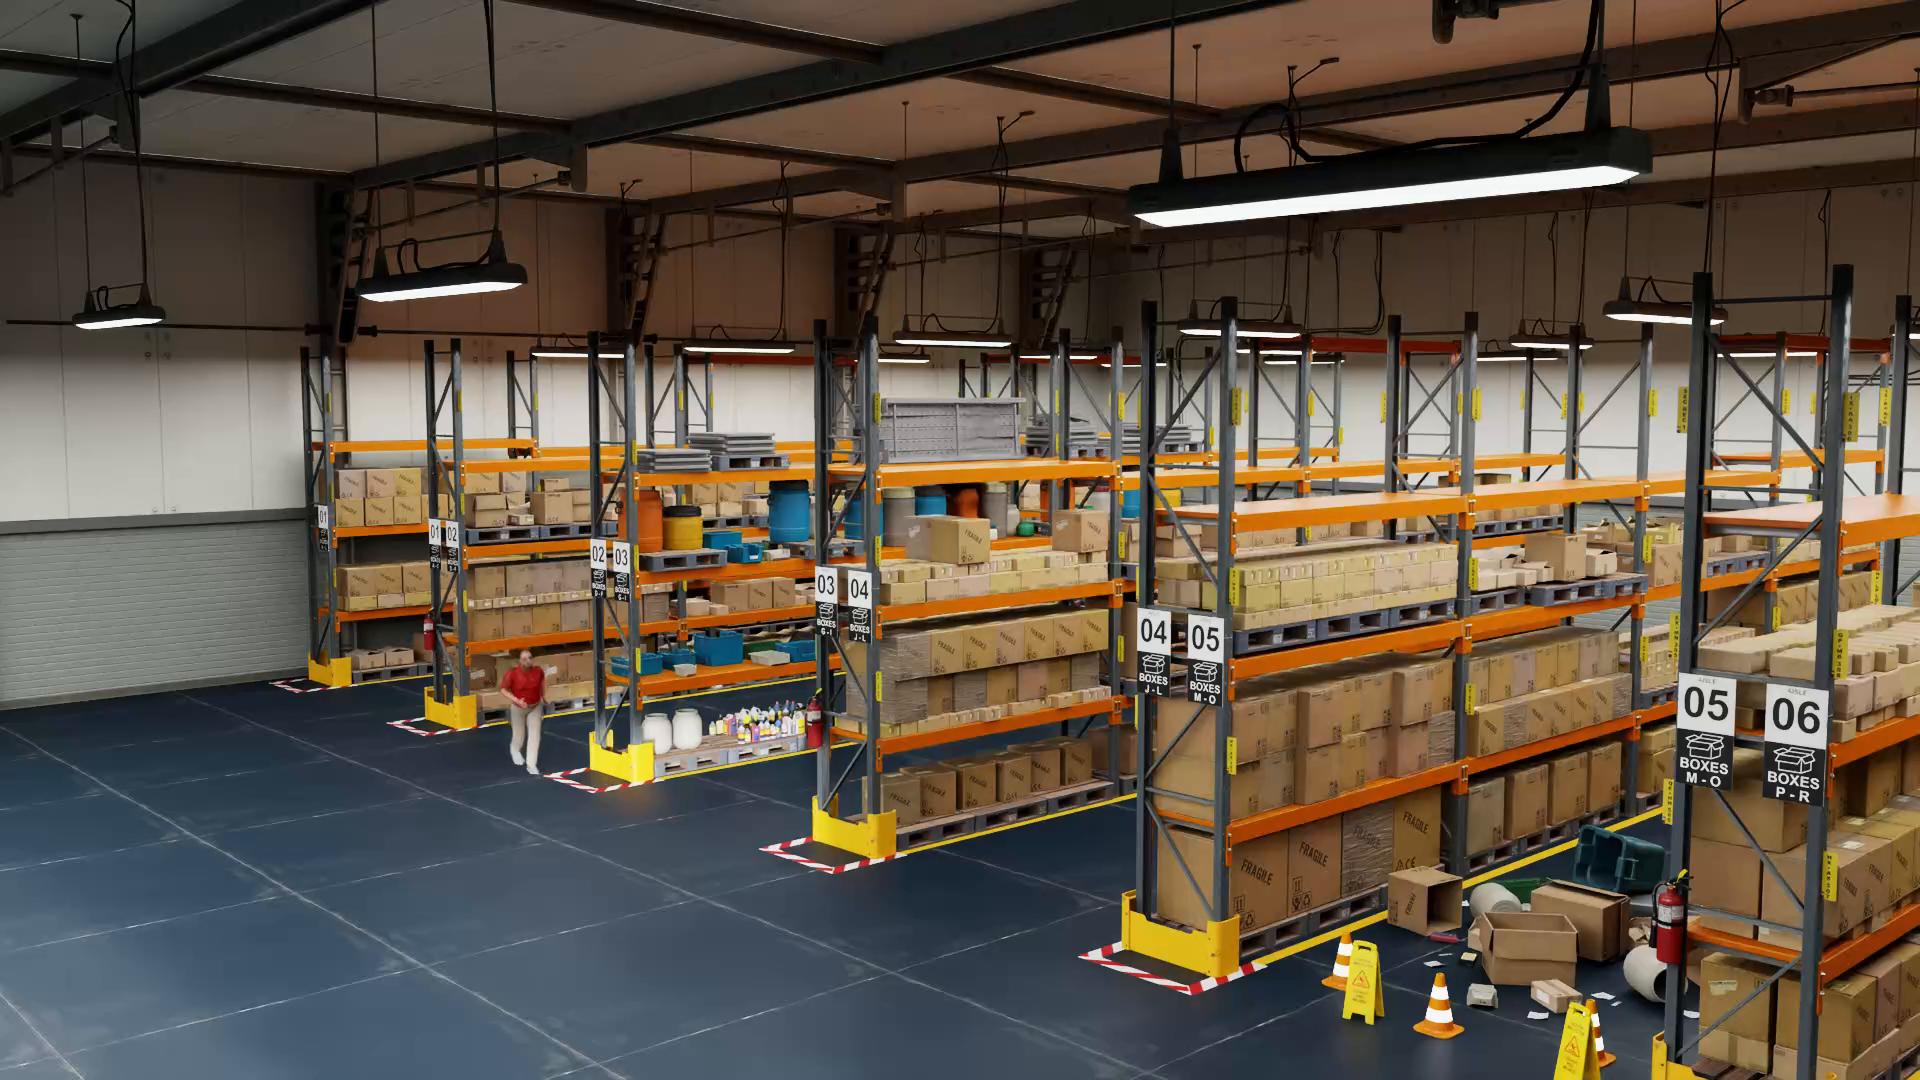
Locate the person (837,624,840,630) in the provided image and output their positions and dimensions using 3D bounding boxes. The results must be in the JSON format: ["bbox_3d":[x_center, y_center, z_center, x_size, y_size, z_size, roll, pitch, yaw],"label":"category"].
[{"bbox_3d":[-2.697,1.338,34.100,0.558,1.724,0.842,5,7,45],"label":"person"}]

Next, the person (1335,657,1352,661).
[{"bbox_3d":[5.019,2.364,21.744,0.649,1.765,0.690,4,7,40],"label":"person"}]

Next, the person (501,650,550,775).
[{"bbox_3d":[-5.982,2.326,22.798,0.651,1.696,0.905,-2,6,-26],"label":"person"}]
